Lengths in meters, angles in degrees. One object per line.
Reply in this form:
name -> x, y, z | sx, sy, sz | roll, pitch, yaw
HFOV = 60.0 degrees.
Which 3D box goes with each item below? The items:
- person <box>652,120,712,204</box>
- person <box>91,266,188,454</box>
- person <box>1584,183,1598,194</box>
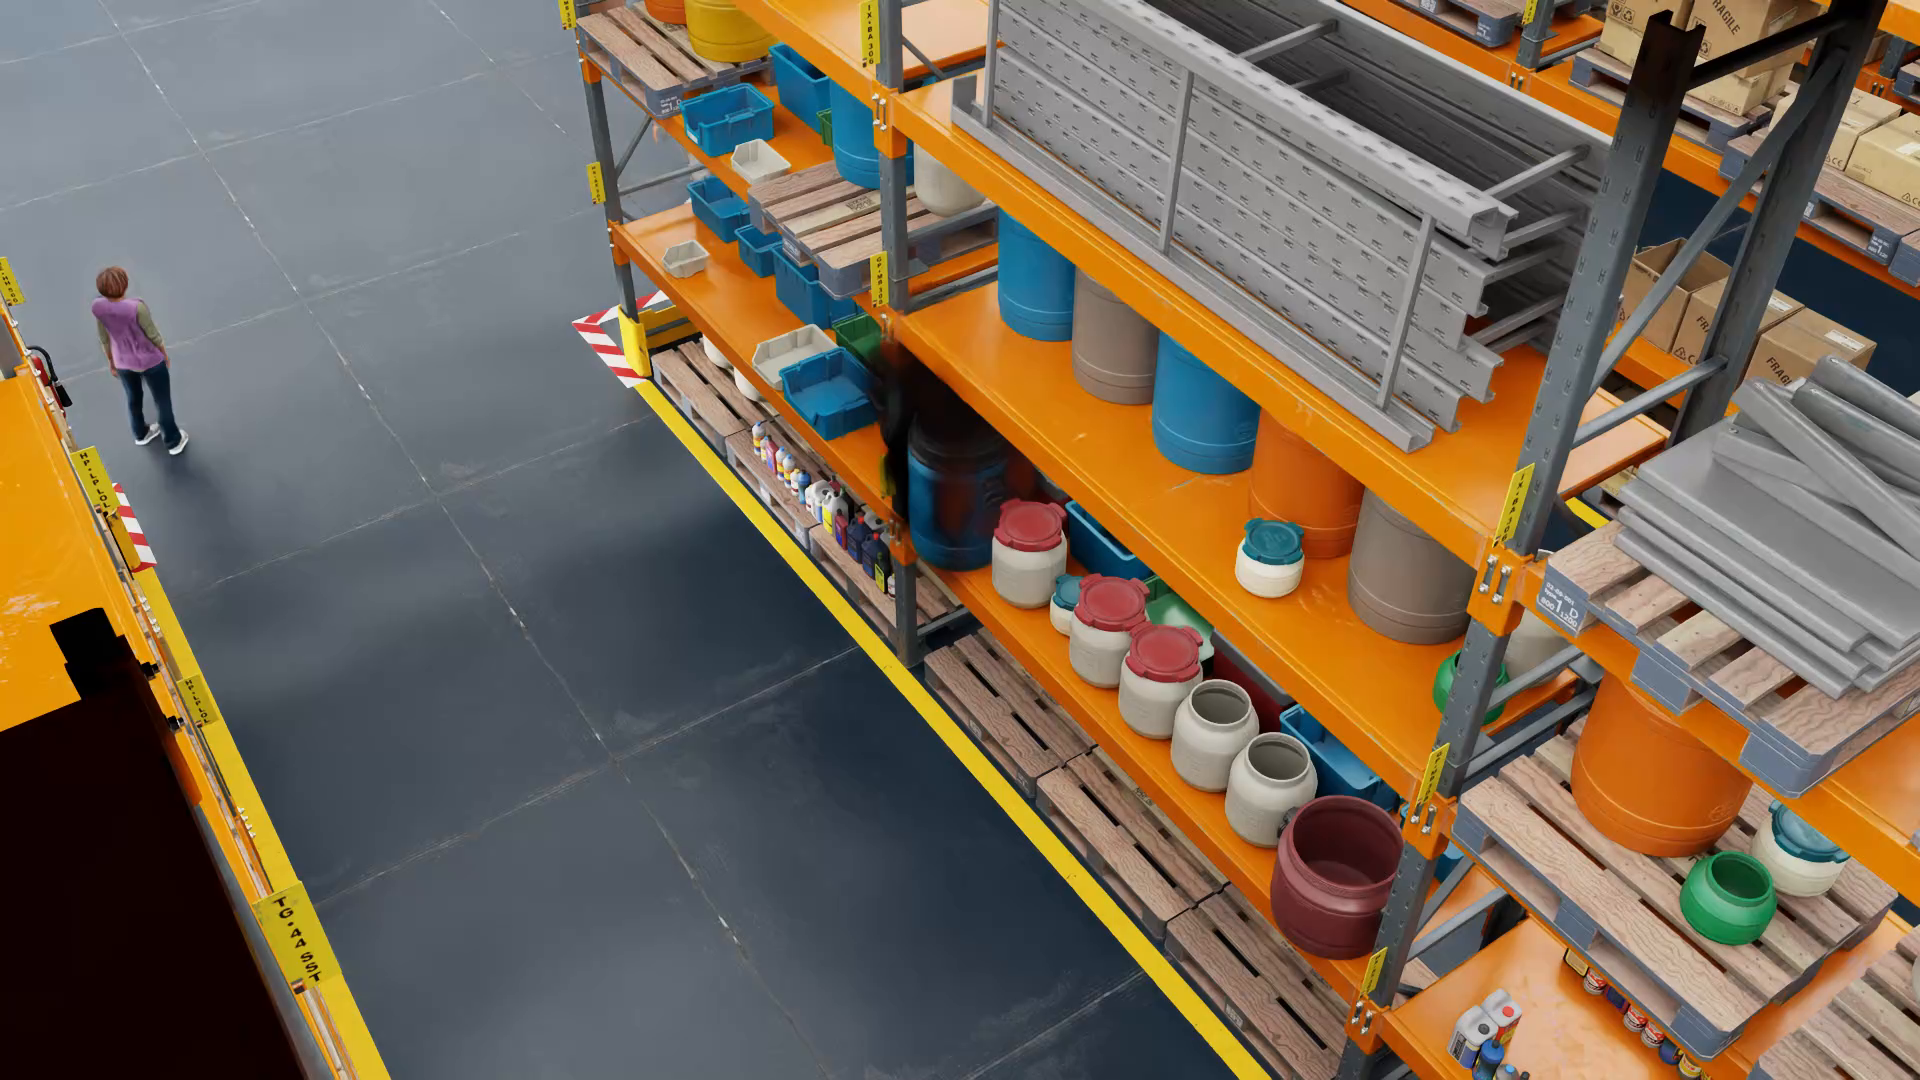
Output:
person -> -2.391, -3.550, 14.404 | 0.515, 1.660, 0.570 | 23, 47, 23
person -> -5.943, -1.308, 12.017 | 0.514, 1.594, 0.378 | 1, 43, 2
person -> 5.109, -2.830, 13.552 | 0.582, 1.740, 0.377 | 28, 50, 27
